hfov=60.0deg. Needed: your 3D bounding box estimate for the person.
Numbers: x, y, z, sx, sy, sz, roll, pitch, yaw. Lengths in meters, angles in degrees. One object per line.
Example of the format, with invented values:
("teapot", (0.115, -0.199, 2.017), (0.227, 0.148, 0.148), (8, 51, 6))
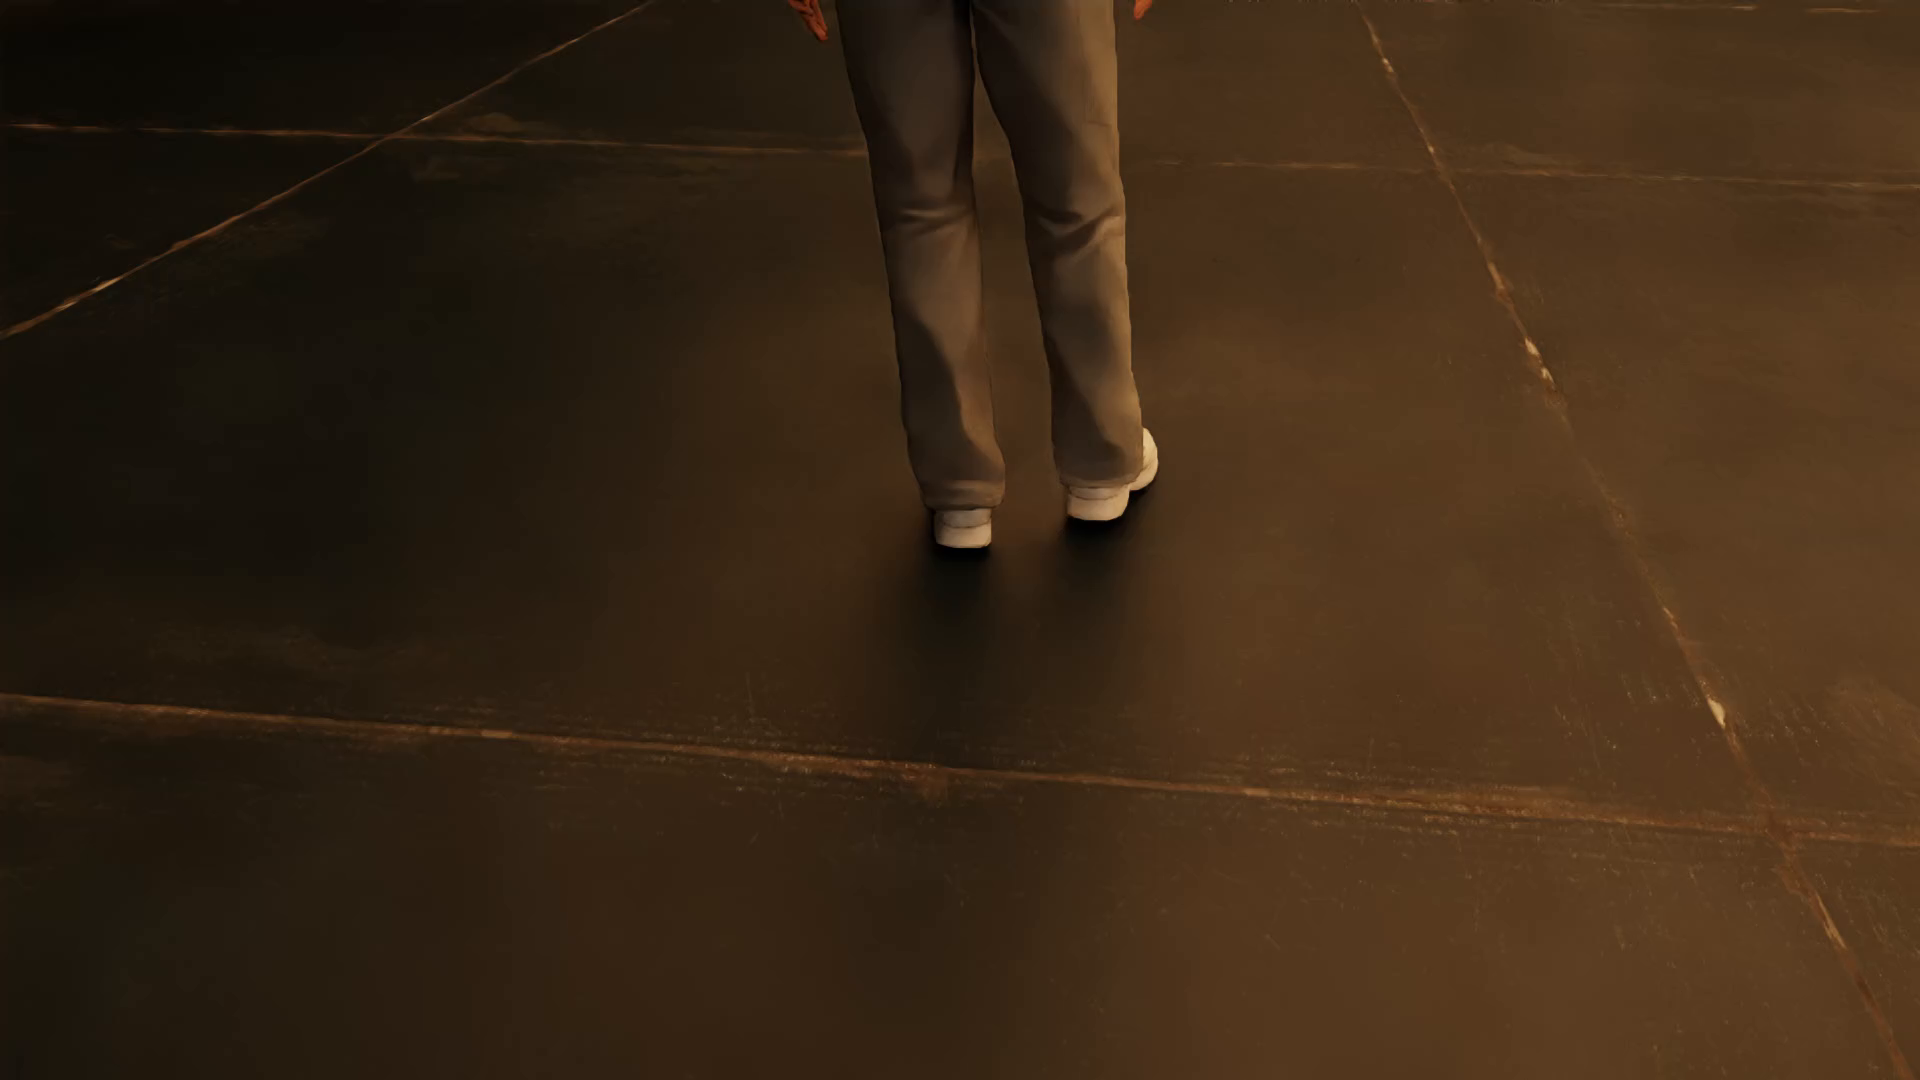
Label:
("person", (0.023, -0.788, 2.187), (0.550, 1.674, 0.548), (3, 27, 7))
